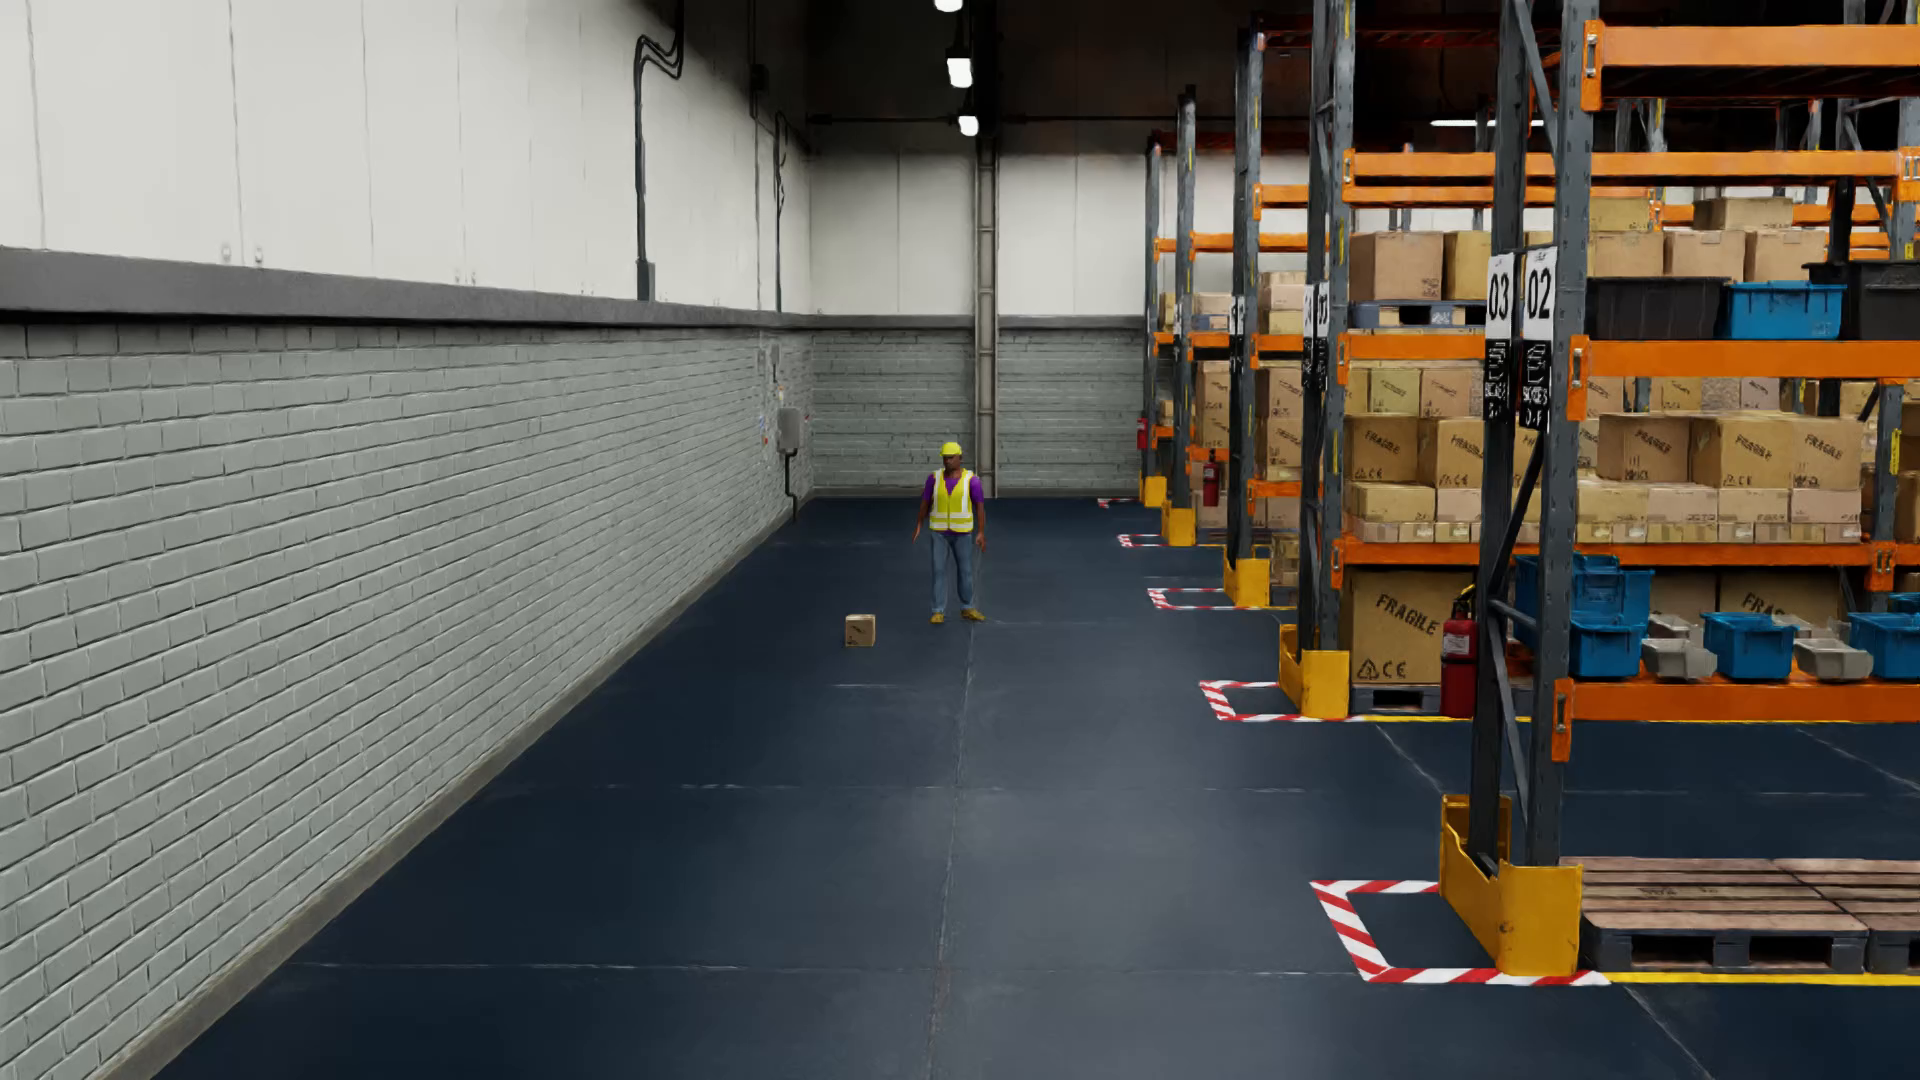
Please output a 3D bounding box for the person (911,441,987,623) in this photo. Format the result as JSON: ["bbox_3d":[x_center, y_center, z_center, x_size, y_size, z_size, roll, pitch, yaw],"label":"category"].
[{"bbox_3d":[-0.113,-0.073,16.156,0.738,1.768,0.582,1,7,5],"label":"person"}]
